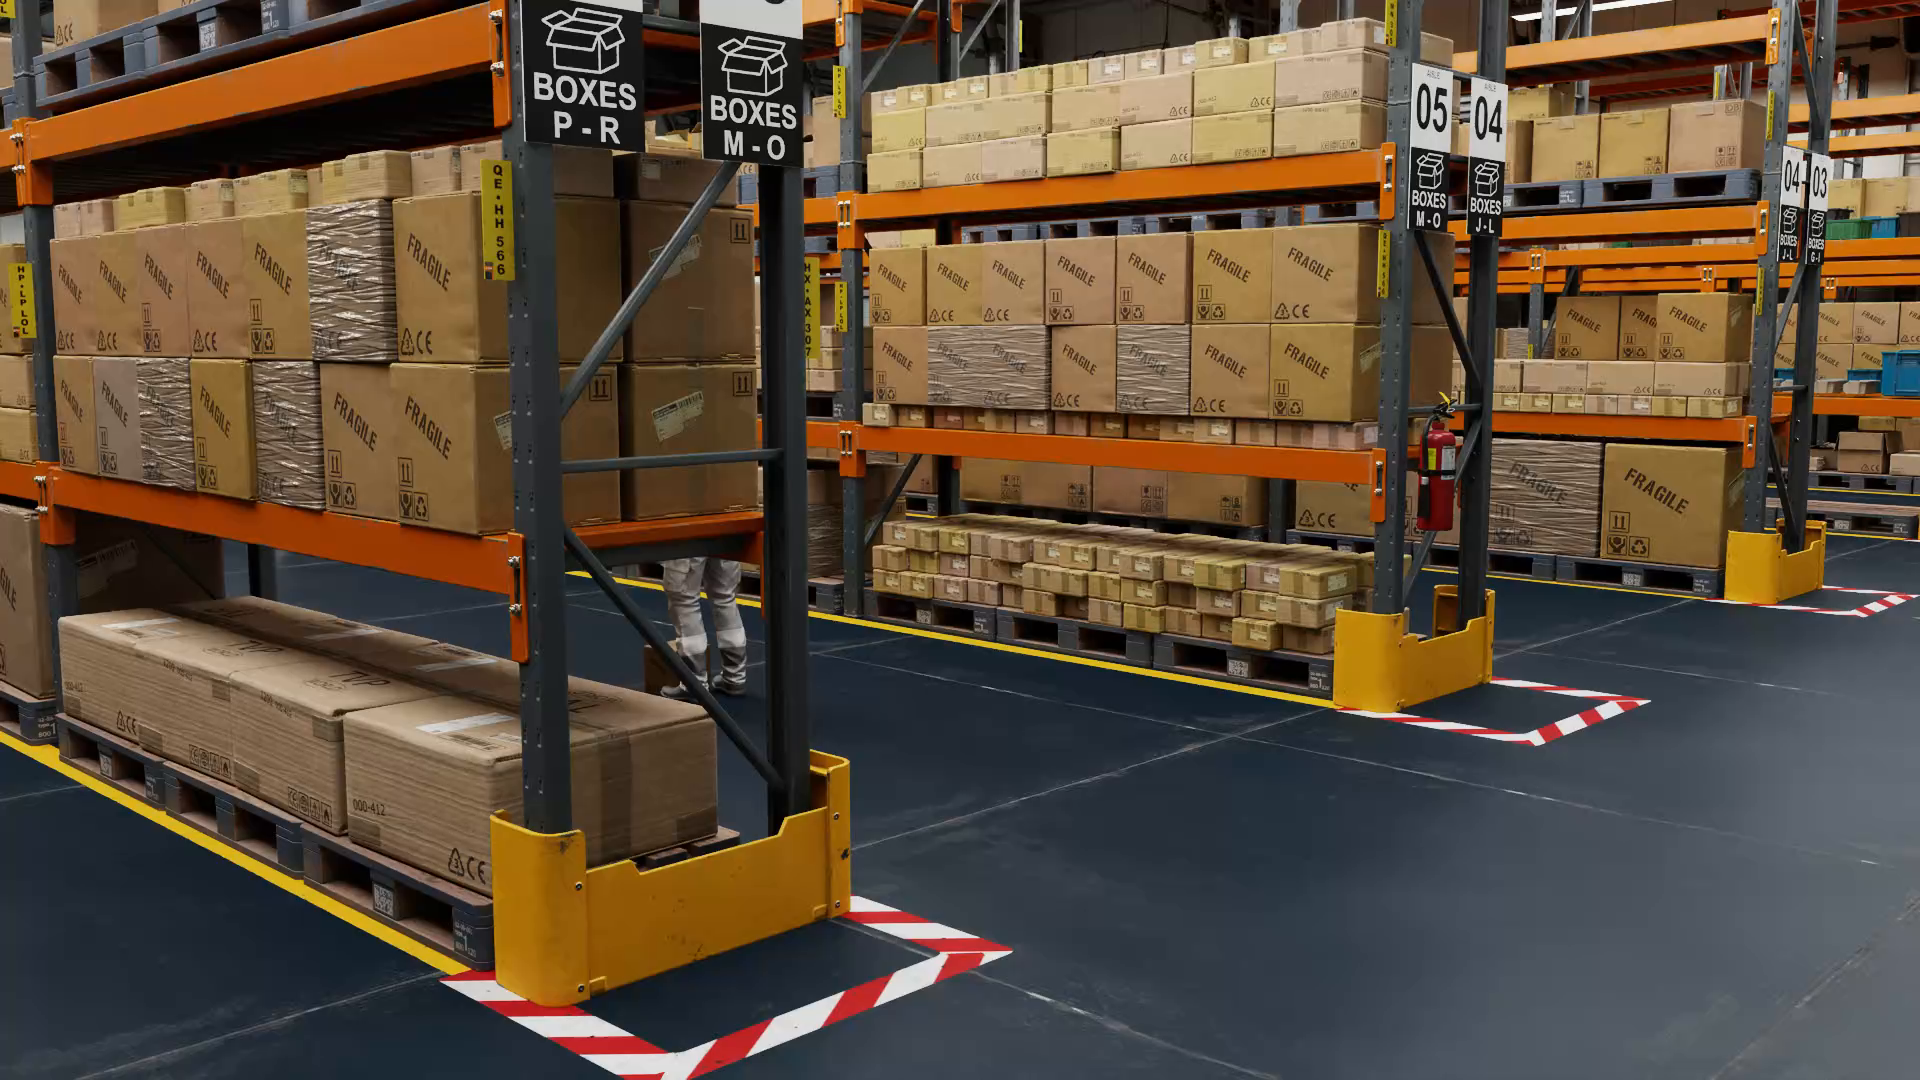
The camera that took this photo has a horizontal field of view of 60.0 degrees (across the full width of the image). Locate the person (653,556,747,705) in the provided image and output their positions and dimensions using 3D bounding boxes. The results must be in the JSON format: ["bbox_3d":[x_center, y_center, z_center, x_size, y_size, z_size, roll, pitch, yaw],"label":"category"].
[{"bbox_3d":[-1.358,-0.053,8.615,0.445,1.781,0.621,6,9,40],"label":"person"}]
